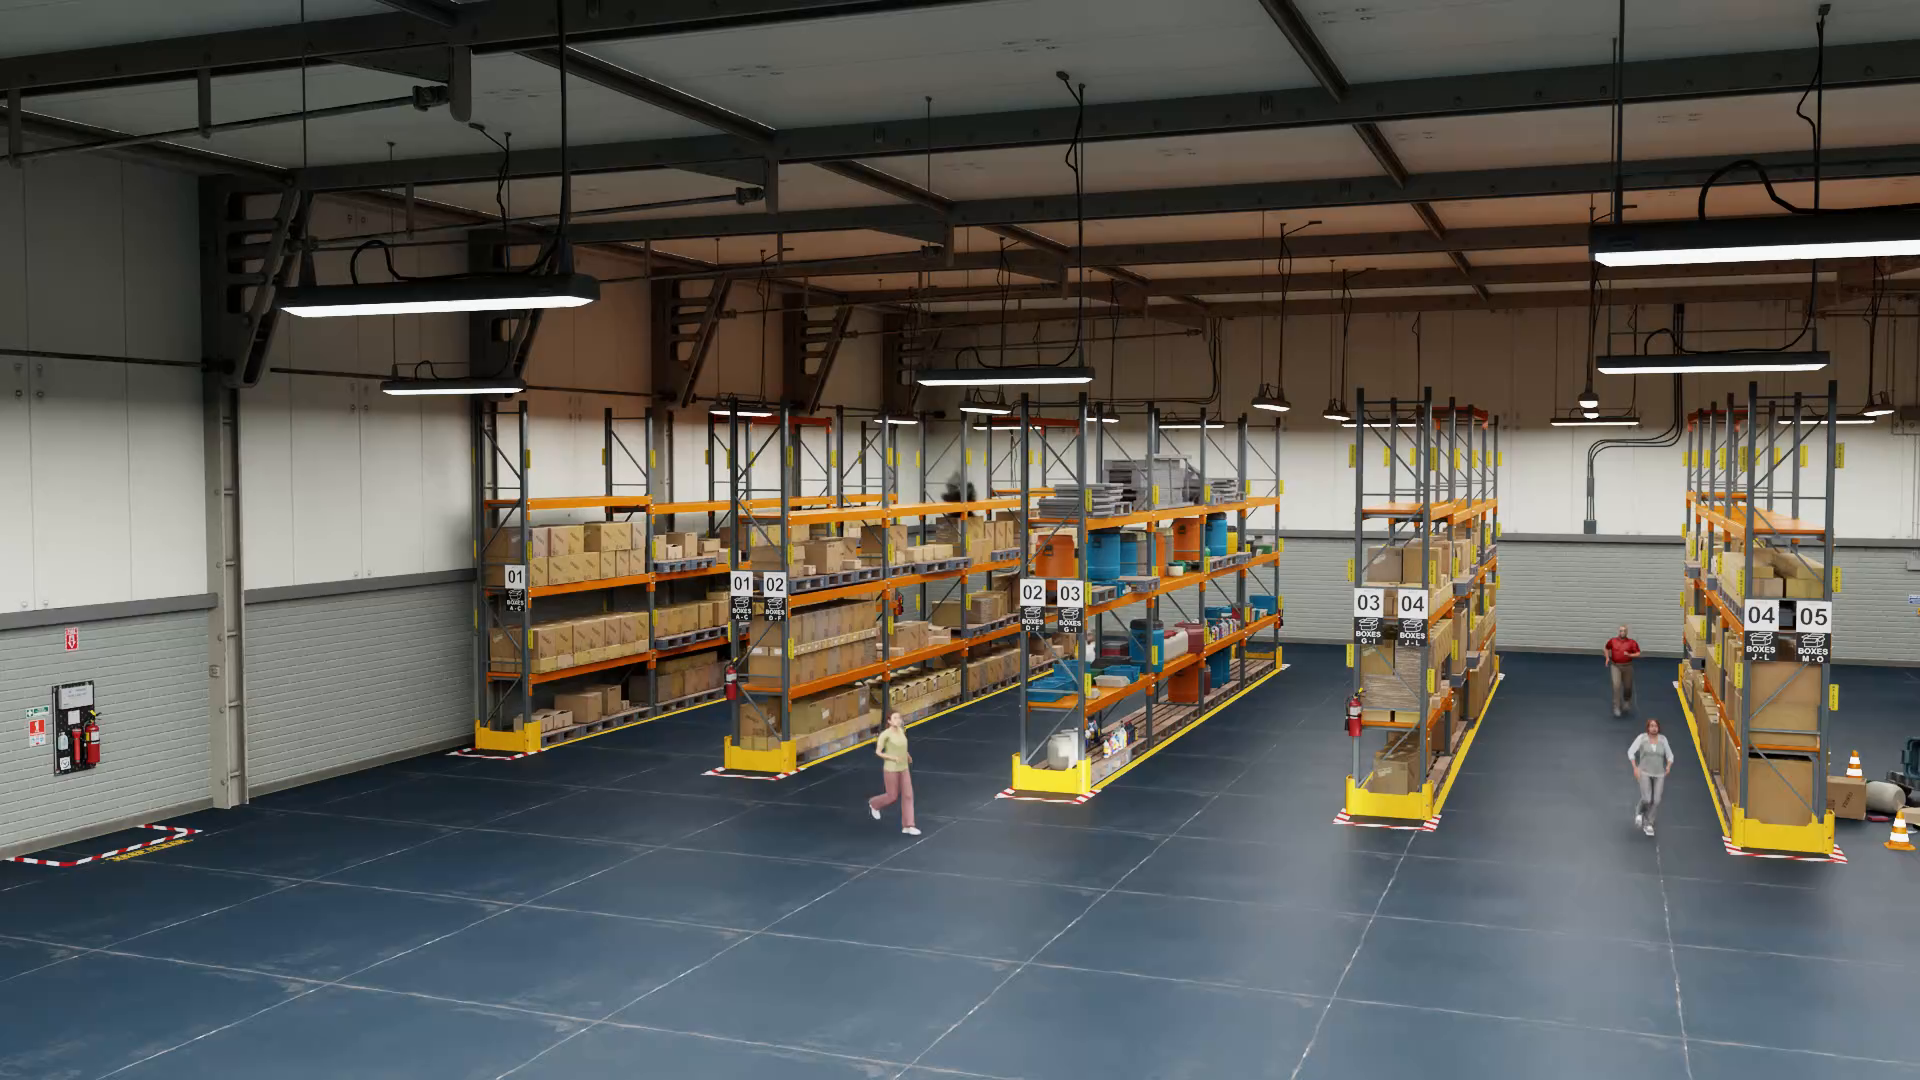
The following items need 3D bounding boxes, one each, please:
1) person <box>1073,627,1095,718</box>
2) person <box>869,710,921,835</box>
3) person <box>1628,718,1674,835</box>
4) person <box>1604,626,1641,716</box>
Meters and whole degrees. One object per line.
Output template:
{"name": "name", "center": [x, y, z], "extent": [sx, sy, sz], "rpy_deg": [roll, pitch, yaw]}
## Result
{"name": "person", "center": [2.500, 2.568, 32.071], "extent": [0.684, 1.776, 0.658], "rpy_deg": [1, 3, 23]}
{"name": "person", "center": [-0.855, 3.090, 22.304], "extent": [0.592, 1.627, 0.970], "rpy_deg": [-2, 4, -42]}
{"name": "person", "center": [9.214, 3.145, 22.141], "extent": [0.549, 1.569, 0.532], "rpy_deg": [0, 3, 8]}
{"name": "person", "center": [12.968, 2.535, 32.573], "extent": [0.663, 1.713, 0.969], "rpy_deg": [1, 3, 21]}
